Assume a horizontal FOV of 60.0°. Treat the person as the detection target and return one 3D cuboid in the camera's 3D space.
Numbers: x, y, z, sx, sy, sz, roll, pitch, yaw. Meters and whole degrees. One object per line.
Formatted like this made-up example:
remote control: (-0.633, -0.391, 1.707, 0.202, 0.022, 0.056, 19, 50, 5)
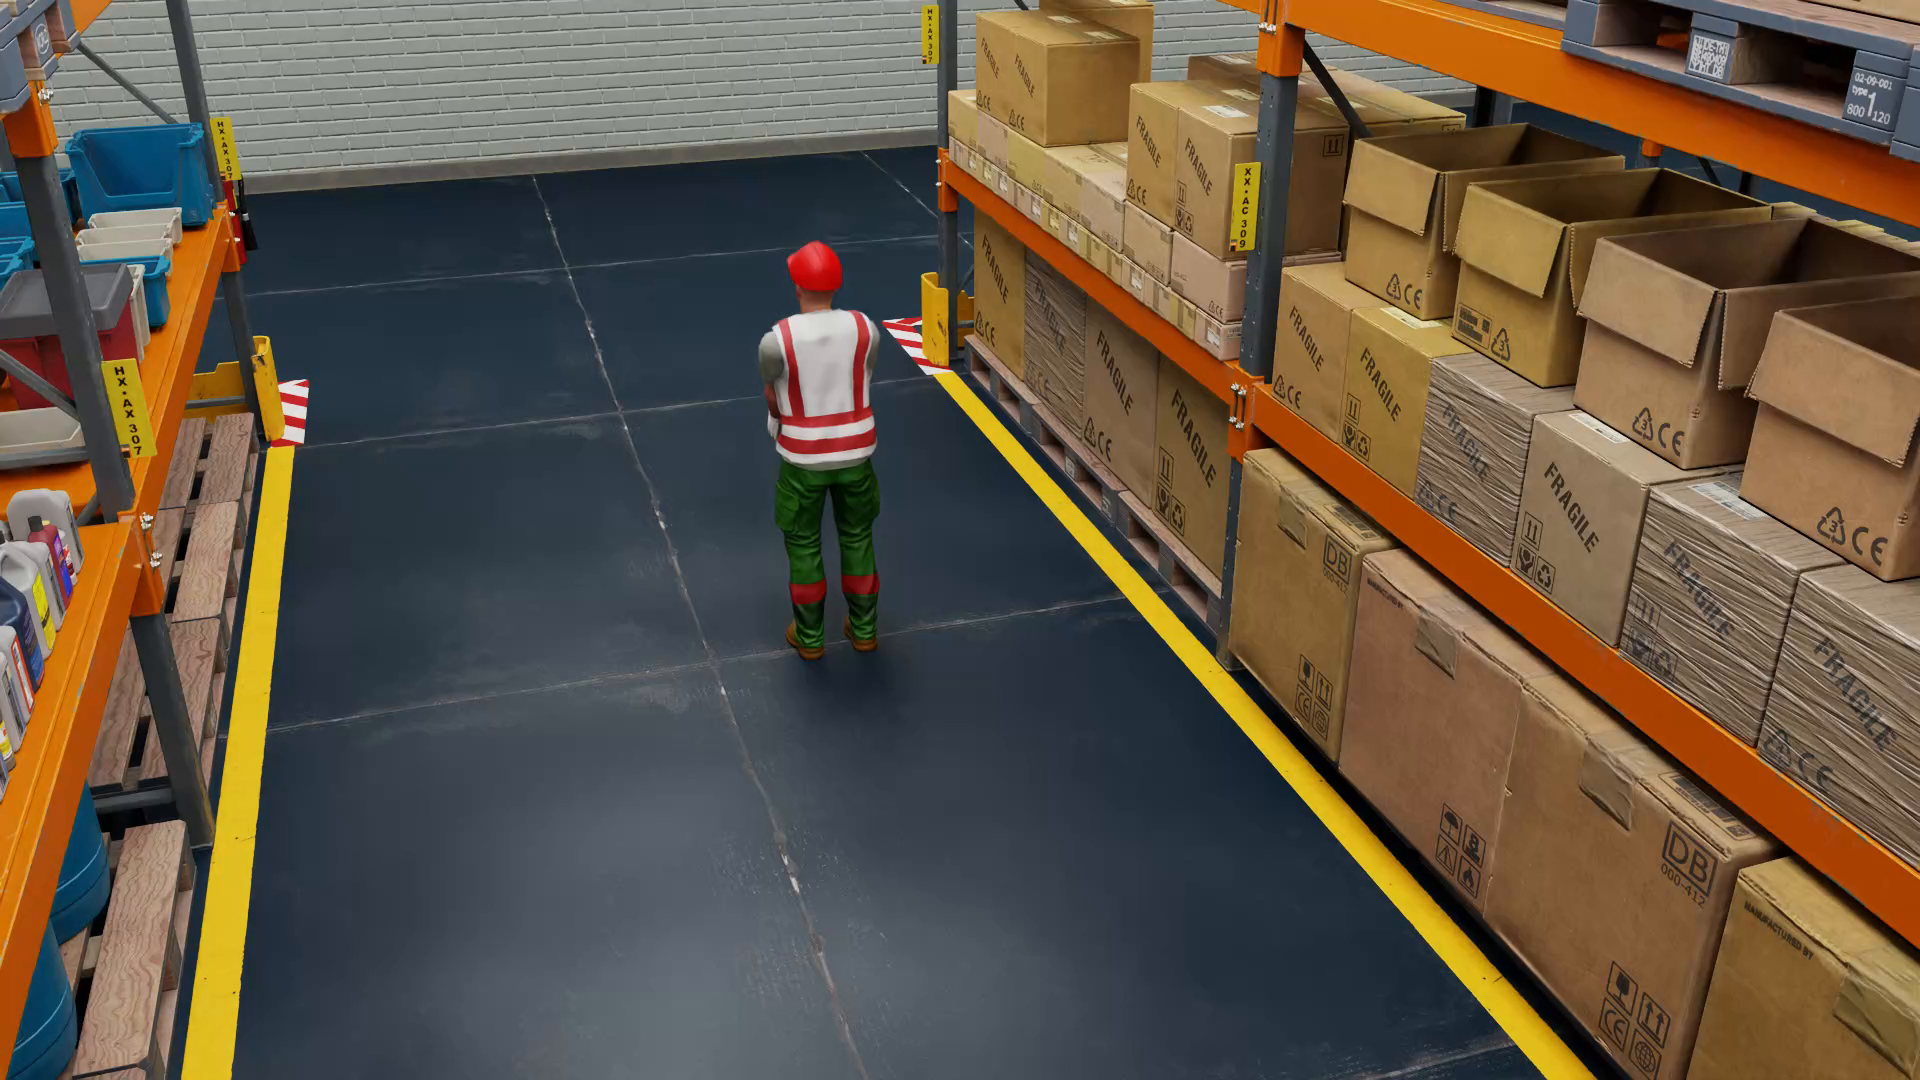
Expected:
person: (-0.590, -0.392, 6.886, 0.495, 1.787, 0.561, -8, 27, -16)
